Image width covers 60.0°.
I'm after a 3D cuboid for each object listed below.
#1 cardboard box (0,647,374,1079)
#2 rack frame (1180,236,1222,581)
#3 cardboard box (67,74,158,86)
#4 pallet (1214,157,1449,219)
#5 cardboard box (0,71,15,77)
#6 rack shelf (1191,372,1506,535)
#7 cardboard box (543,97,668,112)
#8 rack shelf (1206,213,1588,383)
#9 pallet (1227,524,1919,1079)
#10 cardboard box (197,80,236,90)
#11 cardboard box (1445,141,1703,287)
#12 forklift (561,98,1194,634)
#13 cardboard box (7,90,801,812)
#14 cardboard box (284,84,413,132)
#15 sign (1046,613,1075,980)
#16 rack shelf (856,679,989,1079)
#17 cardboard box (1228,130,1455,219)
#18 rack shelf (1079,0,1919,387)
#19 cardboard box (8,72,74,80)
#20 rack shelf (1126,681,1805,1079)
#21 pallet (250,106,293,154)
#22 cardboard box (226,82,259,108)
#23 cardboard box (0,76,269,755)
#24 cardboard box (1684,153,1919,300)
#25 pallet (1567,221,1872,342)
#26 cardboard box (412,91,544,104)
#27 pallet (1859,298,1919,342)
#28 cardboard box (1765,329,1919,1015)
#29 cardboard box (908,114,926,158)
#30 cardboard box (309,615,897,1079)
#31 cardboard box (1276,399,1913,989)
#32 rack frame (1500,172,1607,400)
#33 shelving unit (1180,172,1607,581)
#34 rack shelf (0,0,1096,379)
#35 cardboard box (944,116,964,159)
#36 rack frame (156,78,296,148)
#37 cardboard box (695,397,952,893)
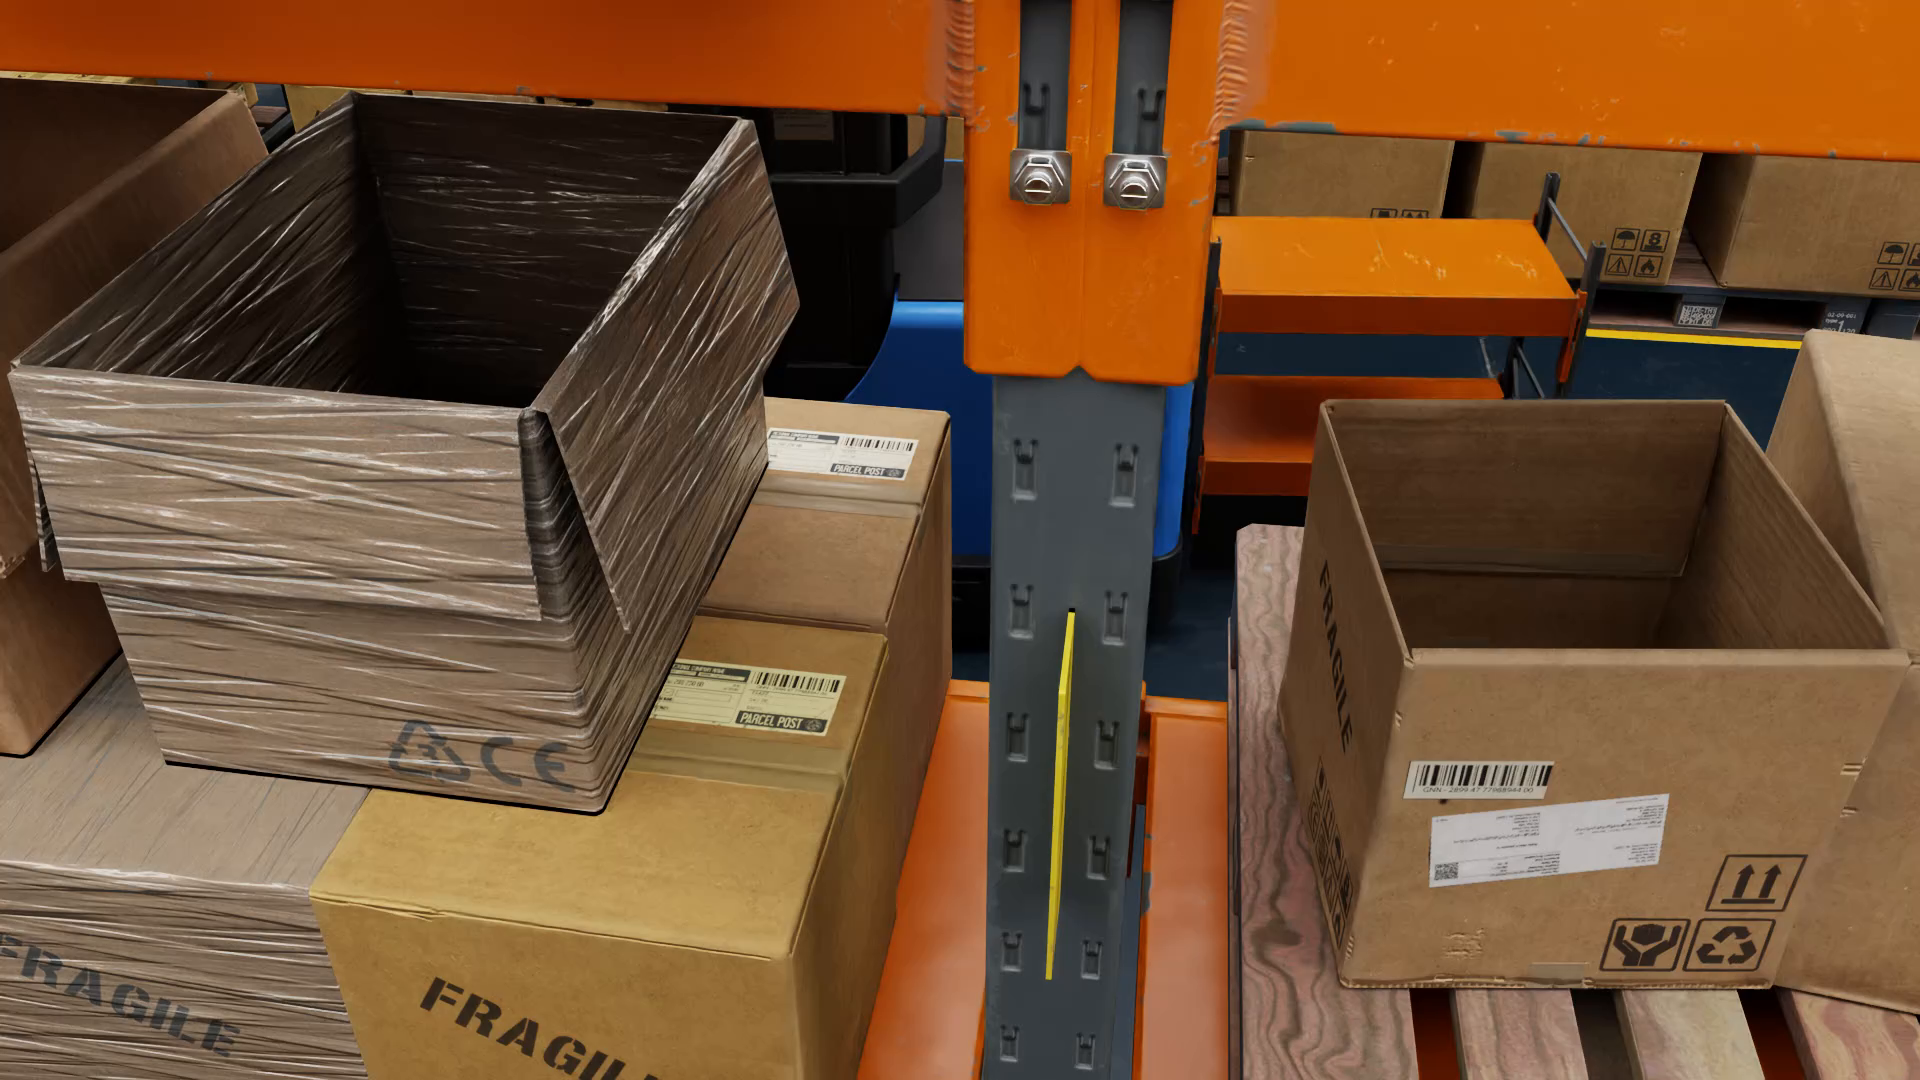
[{"bbox_3d":[-0.865,0.393,2.031,0.500,0.500,0.500,4,36,6],"label":"cardboard box"},{"bbox_3d":[0.688,-0.477,4.950,0.032,1.125,0.500,1,36,1],"label":"rack frame"},{"bbox_3d":[-3.472,-1.908,6.921,0.250,0.149,0.380,5,36,7],"label":"cardboard box"},{"bbox_3d":[1.654,-1.246,6.814,1.213,0.211,1.003,4,36,6],"label":"pallet"},{"bbox_3d":[-3.978,-1.918,6.936,0.250,0.149,0.380,4,36,6],"label":"cardboard box"},{"bbox_3d":[1.196,-0.270,5.081,1.000,0.278,0.538,1,36,1],"label":"rack shelf"},{"bbox_3d":[-1.341,-1.655,6.778,0.500,0.500,0.500,5,36,7],"label":"cardboard box"},{"bbox_3d":[1.196,-0.707,4.769,1.000,0.278,0.538,1,36,1],"label":"rack shelf"},{"bbox_3d":[0.870,0.437,2.220,1.003,0.211,1.213,4,36,6],"label":"pallet"},{"bbox_3d":[-3.405,-2.121,7.477,0.250,0.149,0.380,6,36,8],"label":"cardboard box"},{"bbox_3d":[2.342,-1.578,6.454,0.750,0.750,1.050,5,36,7],"label":"cardboard box"},{"bbox_3d":[-0.871,-1.206,4.417,3.031,2.935,1.130,1,36,1],"label":"forklift"},{"bbox_3d":[-0.574,-0.145,1.921,0.637,0.503,0.797,5,36,8],"label":"cardboard box"},{"bbox_3d":[-2.387,-1.724,6.874,0.500,0.500,0.500,6,36,8],"label":"cardboard box"},{"bbox_3d":[0.082,0.217,1.368,0.005,0.325,0.100,4,36,6],"label":"sign"},{"bbox_3d":[-1.834,0.513,2.569,4.000,0.370,1.077,4,36,6],"label":"rack shelf"},{"bbox_3d":[1.474,-1.641,6.542,0.750,0.750,1.050,4,36,5],"label":"cardboard box"},{"bbox_3d":[2.133,-0.412,1.283,4.000,0.370,1.077,4,36,6],"label":"rack shelf"},{"bbox_3d":[-3.731,-1.904,6.916,0.250,0.149,0.380,5,36,7],"label":"cardboard box"},{"bbox_3d":[2.133,0.809,2.154,4.000,0.370,1.077,4,36,6],"label":"rack shelf"},{"bbox_3d":[-3.757,-1.673,7.412,1.213,0.211,1.003,4,36,6],"label":"pallet"},{"bbox_3d":[-3.406,-2.001,7.564,0.250,0.149,0.380,3,36,4],"label":"cardboard box"},{"bbox_3d":[-1.220,-0.194,1.991,0.637,0.503,0.797,5,36,7],"label":"cardboard box"},{"bbox_3d":[3.265,-1.509,6.358,0.750,0.750,1.050,4,36,6],"label":"cardboard box"},{"bbox_3d":[2.860,-1.154,6.685,1.213,0.211,1.003,4,36,6],"label":"pallet"},{"bbox_3d":[-1.862,-1.686,6.821,0.500,0.500,0.500,6,36,8],"label":"cardboard box"},{"bbox_3d":[4.074,-1.065,6.561,1.213,0.211,1.003,4,36,6],"label":"pallet"},{"bbox_3d":[1.257,0.157,2.001,0.500,0.500,0.700,9,37,13],"label":"cardboard box"},{"bbox_3d":[-0.319,-1.575,6.664,0.500,0.500,0.500,6,36,8],"label":"cardboard box"},{"bbox_3d":[-0.372,0.433,1.975,0.500,0.500,0.500,5,36,7],"label":"cardboard box"},{"bbox_3d":[0.690,0.173,1.978,0.500,0.500,0.500,0,36,0],"label":"cardboard box"},{"bbox_3d":[1.704,-0.461,4.928,0.032,1.125,0.500,1,36,1],"label":"rack frame"},{"bbox_3d":[1.196,-0.469,4.939,1.048,1.125,0.538,1,36,1],"label":"shelving unit"},{"bbox_3d":[-1.834,-0.708,1.697,4.000,0.370,1.077,4,36,6],"label":"rack shelf"},{"bbox_3d":[0.195,-1.534,6.608,0.500,0.500,0.500,4,36,6],"label":"cardboard box"},{"bbox_3d":[-3.086,-2.778,6.561,0.127,3.000,1.000,4,36,6],"label":"rack frame"},{"bbox_3d":[-0.298,0.134,2.393,0.500,0.500,0.500,5,36,7],"label":"cardboard box"}]
